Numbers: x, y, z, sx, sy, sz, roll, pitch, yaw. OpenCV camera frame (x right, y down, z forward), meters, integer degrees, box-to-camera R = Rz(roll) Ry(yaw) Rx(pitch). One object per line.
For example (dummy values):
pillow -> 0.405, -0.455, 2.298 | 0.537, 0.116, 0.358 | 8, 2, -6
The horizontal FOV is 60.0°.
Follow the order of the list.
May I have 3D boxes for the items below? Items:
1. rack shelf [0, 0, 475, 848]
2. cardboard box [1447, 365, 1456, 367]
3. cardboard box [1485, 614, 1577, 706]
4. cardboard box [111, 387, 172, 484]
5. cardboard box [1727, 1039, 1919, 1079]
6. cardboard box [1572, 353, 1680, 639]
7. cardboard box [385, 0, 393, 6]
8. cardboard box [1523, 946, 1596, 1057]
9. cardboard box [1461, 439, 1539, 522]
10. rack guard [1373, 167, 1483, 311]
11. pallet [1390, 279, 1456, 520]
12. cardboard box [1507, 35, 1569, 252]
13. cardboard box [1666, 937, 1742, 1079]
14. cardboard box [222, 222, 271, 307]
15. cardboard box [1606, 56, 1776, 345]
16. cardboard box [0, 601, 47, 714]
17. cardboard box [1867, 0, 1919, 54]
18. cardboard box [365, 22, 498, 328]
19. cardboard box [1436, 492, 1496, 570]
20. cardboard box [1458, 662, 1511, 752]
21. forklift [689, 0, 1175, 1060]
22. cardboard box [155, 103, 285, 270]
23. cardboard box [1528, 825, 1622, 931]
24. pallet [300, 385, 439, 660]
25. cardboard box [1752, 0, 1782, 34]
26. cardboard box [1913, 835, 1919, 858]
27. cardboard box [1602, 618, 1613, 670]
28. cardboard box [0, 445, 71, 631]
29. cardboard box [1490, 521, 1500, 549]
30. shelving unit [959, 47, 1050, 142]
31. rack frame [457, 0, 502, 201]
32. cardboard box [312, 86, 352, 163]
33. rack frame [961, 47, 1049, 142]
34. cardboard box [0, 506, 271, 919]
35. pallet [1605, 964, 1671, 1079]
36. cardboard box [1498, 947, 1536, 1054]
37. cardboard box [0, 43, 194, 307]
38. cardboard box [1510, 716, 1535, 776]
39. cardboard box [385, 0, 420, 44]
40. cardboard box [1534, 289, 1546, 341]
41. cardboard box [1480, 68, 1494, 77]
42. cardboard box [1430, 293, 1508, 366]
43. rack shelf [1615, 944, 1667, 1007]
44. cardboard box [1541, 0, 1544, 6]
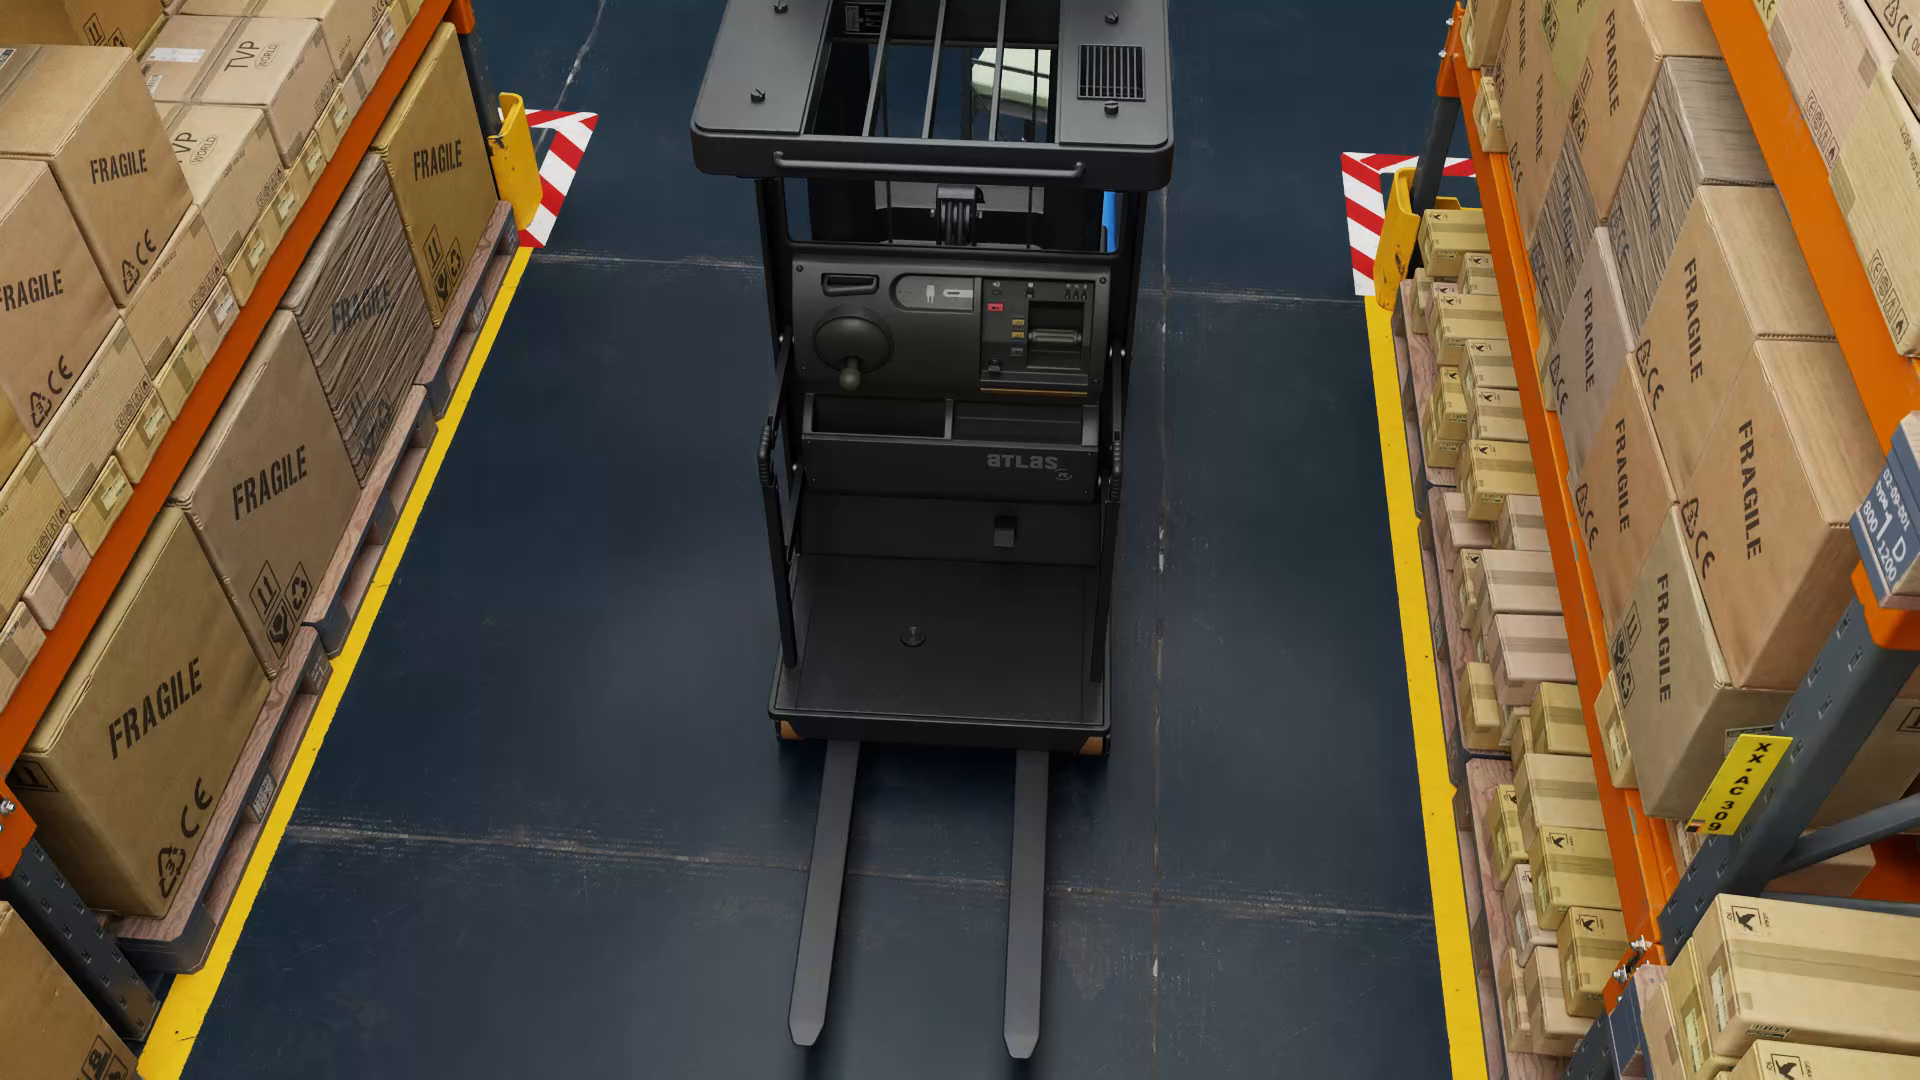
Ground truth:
rack shelf -> -2.710, -0.838, 5.471 | 1.077, 0.370, 4.000 | 4, 48, 4
cardboard box -> 2.078, -0.578, 6.393 | 0.380, 0.149, 0.250 | 4, 48, 4
cardboard box -> 1.844, 0.373, 5.120 | 0.380, 0.149, 0.250 | 2, 48, 2
cardboard box -> -2.465, -0.301, 4.663 | 0.380, 0.149, 0.250 | 3, 48, 2
cardboard box -> 1.525, 1.003, 2.782 | 0.380, 0.149, 0.250 | 5, 48, 5
cardboard box -> 1.849, -0.093, 4.033 | 0.500, 0.500, 0.500 | 3, 48, 2
cardboard box -> -2.308, -2.226, 6.153 | 0.500, 0.250, 0.500 | 3, 48, 3
cardboard box -> 1.750, 1.264, 4.507 | 0.380, 0.149, 0.250 | 5, 48, 4
cardboard box -> 1.916, -0.192, 5.637 | 0.380, 0.149, 0.250 | 5, 48, 4
rack guard -> 2.395, -1.243, 7.048 | 1.175, 0.500, 0.348 | 4, 48, 4
pallet -> 2.286, -0.551, 6.611 | 1.003, 0.211, 1.213 | 4, 48, 4
cardboard box -> 2.006, -1.211, 5.056 | 0.500, 0.500, 0.500 | 4, 48, 4
cardboard box -> 1.544, 0.898, 3.080 | 0.380, 0.149, 0.250 | 5, 48, 4
cardboard box -> -2.394, -0.867, 5.180 | 0.380, 0.149, 0.250 | 3, 48, 2
cardboard box -> 1.914, -0.794, 3.996 | 0.500, 0.500, 0.500 | 5, 48, 5
cardboard box -> -2.534, 0.279, 4.132 | 0.380, 0.149, 0.250 | 4, 48, 4
cardboard box -> 1.886, -1.071, 2.927 | 0.500, 0.250, 0.500 | 2, 48, 2
cardboard box -> -2.506, -1.499, 6.744 | 0.875, 0.875, 0.875 | 4, 48, 4
cardboard box -> 1.908, -0.026, 5.889 | 0.380, 0.149, 0.250 | 2, 48, 2
cardboard box -> 1.828, 0.546, 5.366 | 0.380, 0.149, 0.250 | 4, 48, 3
forklift -> -0.040, -0.525, 4.744 | 1.130, 2.935, 3.031 | 3, 48, 2
cardboard box -> -2.444, -1.096, 5.120 | 0.500, 0.250, 0.500 | 4, 48, 4
cardboard box -> 1.795, 0.947, 4.595 | 0.380, 0.149, 0.250 | 4, 48, 4
pallet -> -2.637, -0.122, 6.219 | 1.003, 0.211, 1.213 | 4, 48, 4
cardboard box -> 1.916, -1.283, 3.460 | 0.500, 0.250, 0.500 | 3, 48, 3
cardboard box -> 2.389, 0.696, 3.751 | 0.380, 0.149, 0.250 | 5, 48, 5
cardboard box -> 1.830, 0.267, 4.143 | 0.380, 0.149, 0.250 | 6, 48, 5
cardboard box -> -2.589, 0.012, 4.107 | 0.500, 0.250, 0.500 | 3, 48, 3
cardboard box -> 2.039, -0.087, 5.742 | 0.380, 0.149, 0.250 | 6, 48, 6
shelving unit -> 0.326, -1.483, 6.590 | 0.431, 1.500, 0.755 | 16, 49, 14
rack frame -> -2.528, -2.550, 6.550 | 1.000, 3.000, 0.127 | 4, 48, 4
cardboard box -> -2.324, -1.431, 5.696 | 0.380, 0.149, 0.250 | 3, 48, 3
rack frame -> 0.196, -1.231, 6.359 | 0.400, 1.500, 0.023 | 16, 49, 14
cardboard box -> -2.753, 0.485, 4.929 | 0.875, 0.875, 0.875 | 4, 48, 4
pallet -> 1.823, 1.414, 3.054 | 1.003, 0.211, 1.213 | 4, 48, 4
cardboard box -> 1.734, 1.306, 4.670 | 0.380, 0.149, 0.250 | 4, 48, 4
cardboard box -> -2.499, -0.993, 4.517 | 0.500, 0.500, 0.500 | 3, 48, 2
cardboard box -> 1.890, 0.689, 5.033 | 0.380, 0.149, 0.250 | 4, 48, 4
cardboard box -> -2.254, -1.991, 6.208 | 0.380, 0.149, 0.250 | 4, 48, 4
cardboard box -> 1.955, -0.692, 5.020 | 0.380, 0.149, 0.250 | 5, 48, 5
cardboard box -> 2.064, -1.652, 5.898 | 0.380, 0.149, 0.250 | 5, 48, 5
cardboard box -> 1.960, -0.773, 6.169 | 0.380, 0.149, 0.250 | 4, 48, 3
rack shelf -> 1.856, 2.509, 2.410 | 1.077, 0.370, 4.000 | 4, 48, 4
cardboard box -> 2.057, -1.931, 5.036 | 0.500, 0.500, 0.500 | 5, 48, 5
